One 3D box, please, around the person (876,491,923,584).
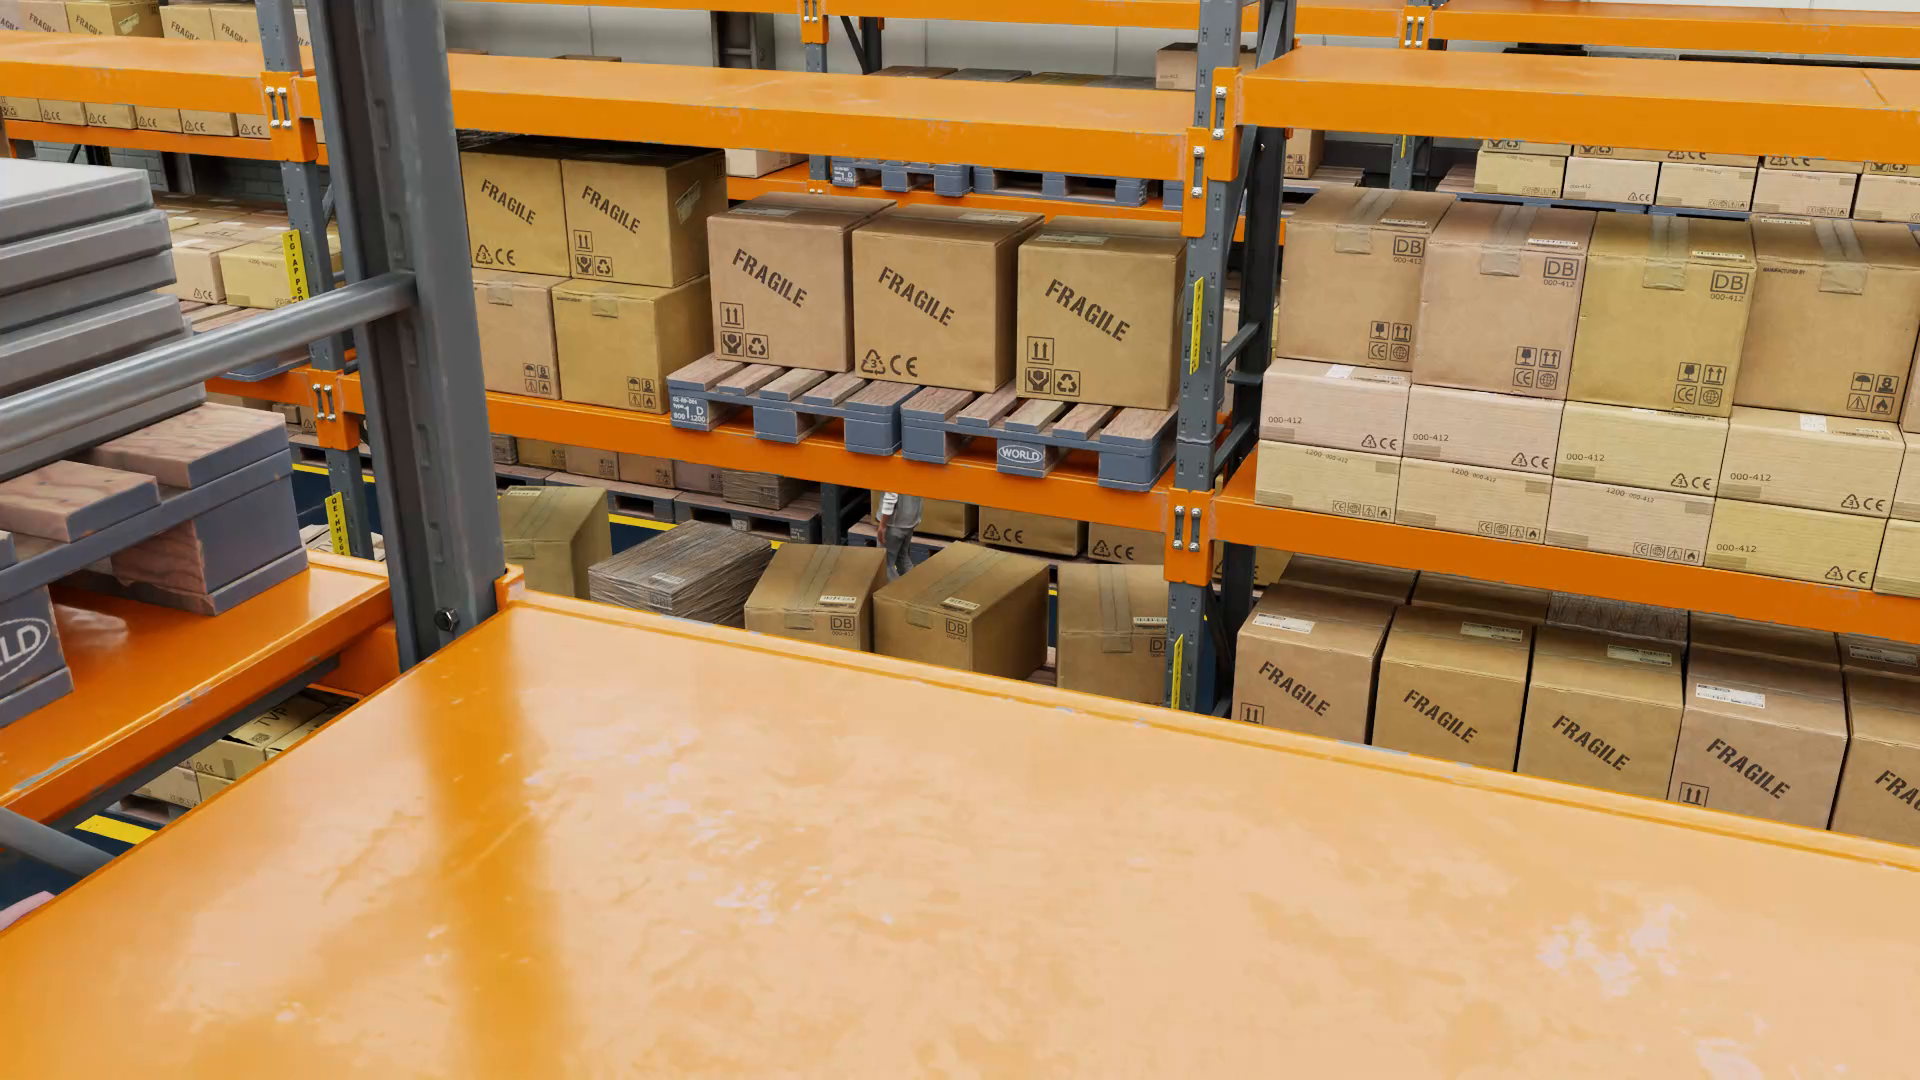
[{"bbox_3d":[-0.449,-0.149,11.263,0.378,1.591,0.481,7,24,17],"label":"person"}]
